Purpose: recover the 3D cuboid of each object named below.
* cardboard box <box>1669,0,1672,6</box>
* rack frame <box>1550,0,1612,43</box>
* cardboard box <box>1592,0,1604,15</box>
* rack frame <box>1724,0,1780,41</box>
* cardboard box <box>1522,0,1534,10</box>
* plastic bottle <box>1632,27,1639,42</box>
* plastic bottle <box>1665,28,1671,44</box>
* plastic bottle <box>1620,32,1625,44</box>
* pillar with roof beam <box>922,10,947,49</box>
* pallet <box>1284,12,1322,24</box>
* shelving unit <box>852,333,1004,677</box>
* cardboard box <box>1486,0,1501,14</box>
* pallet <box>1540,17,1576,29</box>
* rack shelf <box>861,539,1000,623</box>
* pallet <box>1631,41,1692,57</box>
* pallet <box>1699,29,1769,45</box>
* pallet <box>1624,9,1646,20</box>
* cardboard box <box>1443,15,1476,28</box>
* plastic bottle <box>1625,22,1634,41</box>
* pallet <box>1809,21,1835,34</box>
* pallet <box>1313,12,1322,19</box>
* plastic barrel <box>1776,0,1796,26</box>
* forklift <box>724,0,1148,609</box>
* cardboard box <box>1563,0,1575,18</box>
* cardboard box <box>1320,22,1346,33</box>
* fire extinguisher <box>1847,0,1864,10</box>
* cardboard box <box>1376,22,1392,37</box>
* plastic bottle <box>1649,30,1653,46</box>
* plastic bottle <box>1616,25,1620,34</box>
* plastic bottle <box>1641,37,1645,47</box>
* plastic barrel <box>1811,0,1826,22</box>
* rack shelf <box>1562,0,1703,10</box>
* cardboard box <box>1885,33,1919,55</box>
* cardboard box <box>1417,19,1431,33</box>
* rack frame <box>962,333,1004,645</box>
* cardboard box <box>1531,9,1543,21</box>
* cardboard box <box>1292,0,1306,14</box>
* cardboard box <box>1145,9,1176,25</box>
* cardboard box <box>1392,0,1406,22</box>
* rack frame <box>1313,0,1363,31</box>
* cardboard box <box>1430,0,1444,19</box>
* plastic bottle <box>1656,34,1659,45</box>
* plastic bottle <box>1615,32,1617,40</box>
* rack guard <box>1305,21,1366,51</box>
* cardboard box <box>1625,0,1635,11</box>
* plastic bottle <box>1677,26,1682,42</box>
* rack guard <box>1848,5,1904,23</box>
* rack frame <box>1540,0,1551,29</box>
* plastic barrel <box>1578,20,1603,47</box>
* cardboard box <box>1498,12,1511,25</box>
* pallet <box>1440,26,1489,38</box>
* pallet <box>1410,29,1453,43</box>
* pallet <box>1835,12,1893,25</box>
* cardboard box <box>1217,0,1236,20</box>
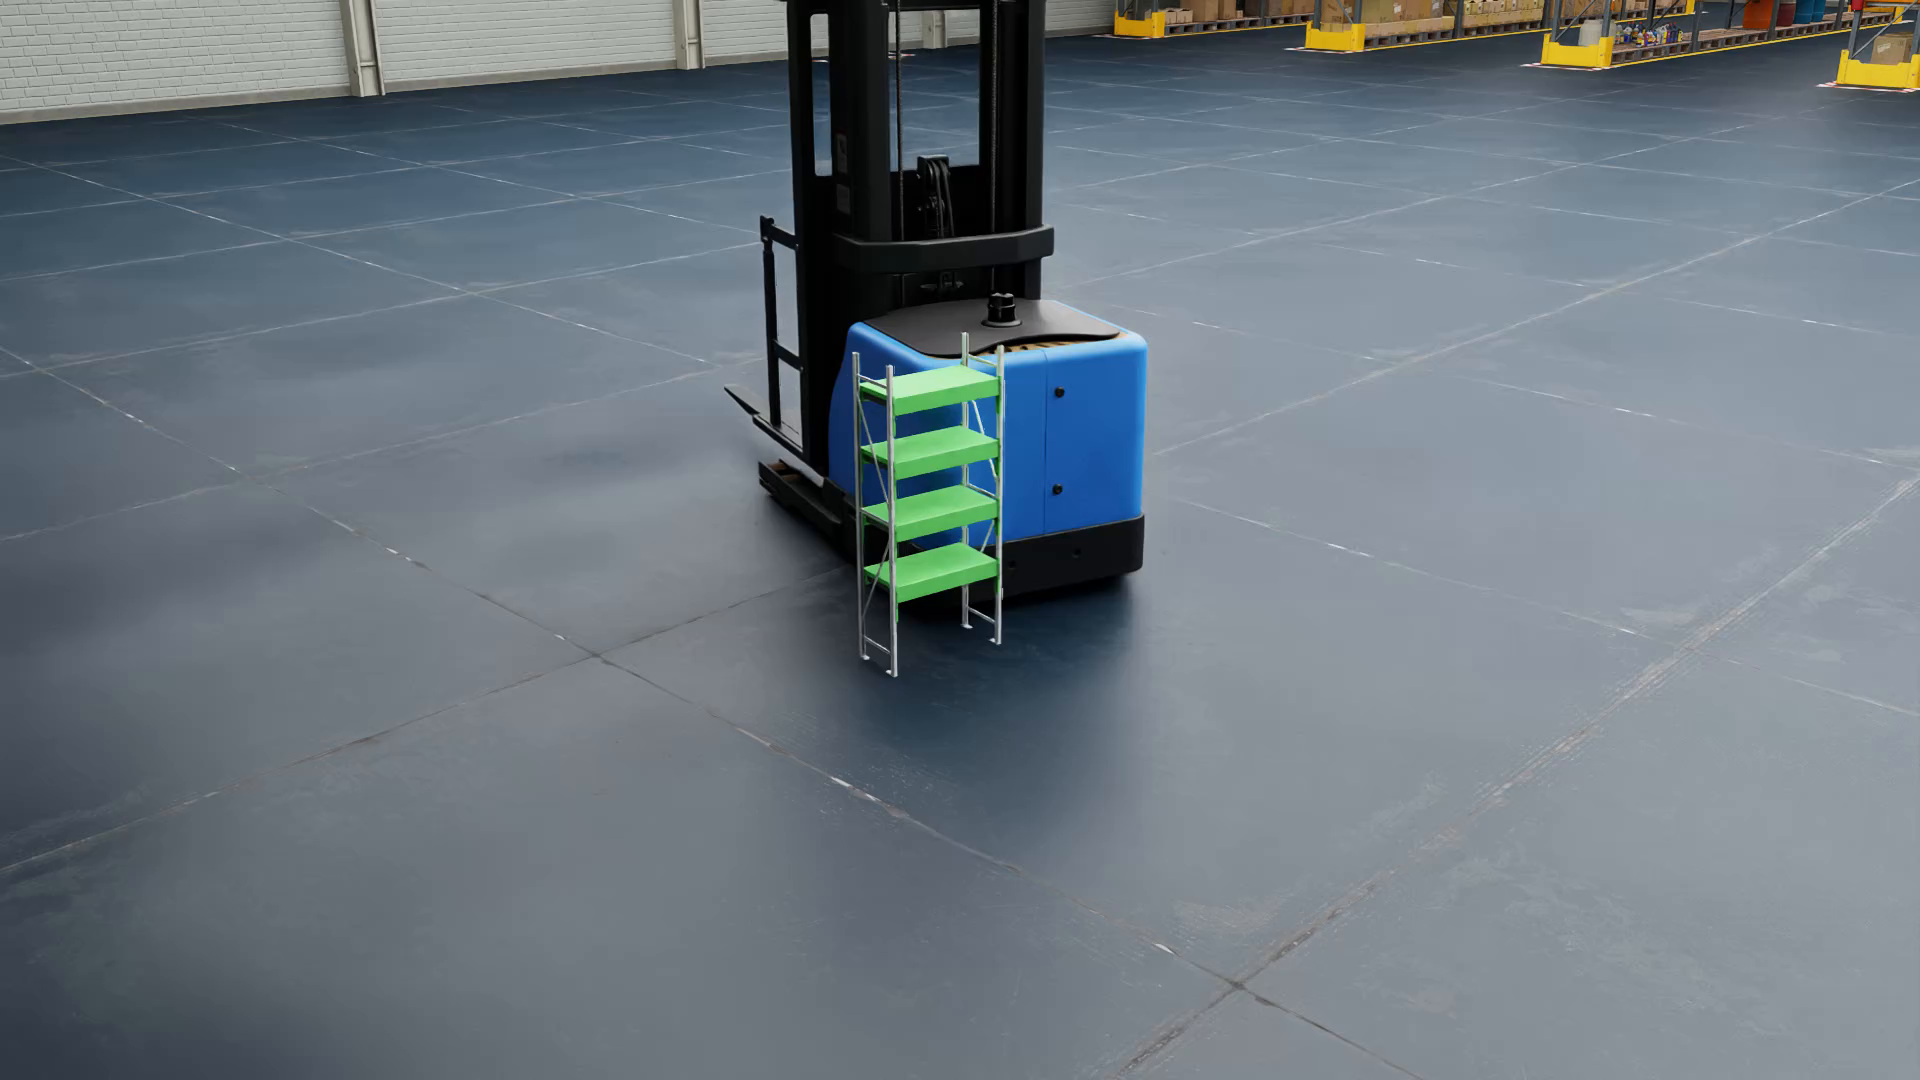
[{"bbox_3d":[17.983,-13.774,42.565,0.380,0.166,0.250,19,28,41],"label":"cardboard box"},{"bbox_3d":[10.917,-9.820,28.943,1.000,3.000,0.127,19,28,41],"label":"rack frame"},{"bbox_3d":[14.902,-12.732,39.389,0.500,0.500,0.500,20,29,41],"label":"cardboard box"},{"bbox_3d":[16.498,-11.877,34.293,1.000,3.000,0.127,19,28,41],"label":"rack frame"},{"bbox_3d":[12.405,-11.960,36.976,0.500,0.311,0.500,19,28,40],"label":"cardboard box"},{"bbox_3d":[12.833,-9.609,31.584,0.097,0.271,0.097,0,21,0],"label":"plastic bottle"},{"bbox_3d":[13.247,-9.447,31.144,0.133,0.283,0.061,-18,27,-39],"label":"plastic bottle"},{"bbox_3d":[12.406,-9.419,31.187,0.097,0.201,0.097,0,21,0],"label":"plastic bottle"},{"bbox_3d":[2.586,-12.877,28.533,9.100,9.000,0.400,19,28,41],"label":"pillar with roof beam"},{"bbox_3d":[8.003,-12.542,39.911,1.003,0.211,1.213,19,28,41],"label":"pallet"},{"bbox_3d":[-0.114,-0.133,6.247,0.503,1.200,0.258,-15,25,-33],"label":"shelving unit"},{"bbox_3d":[11.341,-11.568,35.956,0.500,0.311,0.500,18,27,39],"label":"cardboard box"},{"bbox_3d":[13.500,-11.998,38.496,1.003,0.211,1.213,19,28,41],"label":"pallet"},{"bbox_3d":[-0.114,0.151,6.356,0.480,0.148,0.258,-15,25,-33],"label":"rack shelf"},{"bbox_3d":[13.209,-9.385,31.696,1.003,0.211,1.213,19,28,41],"label":"pallet"},{"bbox_3d":[15.930,-10.386,34.301,1.003,0.211,1.213,19,28,41],"label":"pallet"},{"bbox_3d":[16.222,-13.020,41.155,1.003,0.211,1.213,19,28,41],"label":"pallet"},{"bbox_3d":[10.620,-11.043,35.373,0.500,0.250,0.500,18,28,39],"label":"cardboard box"},{"bbox_3d":[12.716,-9.665,31.619,0.144,0.351,0.185,18,27,38],"label":"plastic bottle"},{"bbox_3d":[18.720,-11.415,36.980,1.003,0.211,1.213,19,28,41],"label":"pallet"},{"bbox_3d":[8.854,-12.854,40.723,1.003,0.211,1.213,19,28,41],"label":"pallet"},{"bbox_3d":[17.615,-11.367,35.744,0.600,0.588,0.708,19,28,41],"label":"plastic barrel"},{"bbox_3d":[-0.328,-1.583,7.607,1.130,2.935,3.031,-10,23,-25],"label":"forklift"},{"bbox_3d":[13.835,-12.337,38.363,0.500,0.500,0.500,18,27,39],"label":"cardboard box"},{"bbox_3d":[7.533,-10.185,33.140,0.500,0.250,0.500,19,28,41],"label":"cardboard box"},{"bbox_3d":[14.056,-8.630,25.955,0.296,0.674,0.183,19,28,41],"label":"fire extinguisher"},{"bbox_3d":[8.250,-10.185,33.140,0.500,0.250,0.500,19,28,41],"label":"cardboard box"},{"bbox_3d":[12.714,-9.254,30.659,0.097,0.271,0.097,0,21,0],"label":"plastic bottle"},{"bbox_3d":[12.289,-9.508,31.210,0.185,0.351,0.144,-19,28,-40],"label":"plastic bottle"},{"bbox_3d":[12.478,-9.134,30.445,0.097,0.201,0.097,0,21,0],"label":"plastic bottle"},{"bbox_3d":[18.897,-11.986,36.917,0.600,0.901,0.708,19,28,41],"label":"plastic barrel"},{"bbox_3d":[12.312,-9.999,30.410,1.077,0.370,4.000,19,28,41],"label":"rack shelf"},{"bbox_3d":[15.306,-7.928,26.920,0.500,0.500,0.500,-12,24,-28],"label":"cardboard box"},{"bbox_3d":[9.300,-10.569,34.140,0.500,0.250,0.500,19,28,41],"label":"cardboard box"},{"bbox_3d":[0.084,-0.184,6.381,0.015,1.200,0.240,-15,25,-33],"label":"rack frame"},{"bbox_3d":[12.759,-11.834,37.429,0.500,0.250,0.500,-19,28,-41],"label":"cardboard box"},{"bbox_3d":[7.820,-12.826,39.635,0.700,0.500,0.500,20,28,41],"label":"cardboard box"},{"bbox_3d":[4.366,-11.405,36.202,0.500,0.311,0.500,15,26,35],"label":"cardboard box"},{"bbox_3d":[8.591,-10.666,33.347,0.500,0.500,0.500,19,28,41],"label":"cardboard box"},{"bbox_3d":[7.371,-11.061,32.171,1.000,3.000,0.127,19,28,41],"label":"rack frame"},{"bbox_3d":[9.637,-11.052,34.350,0.500,0.500,0.500,19,28,41],"label":"cardboard box"},{"bbox_3d":[12.927,-9.300,30.876,0.097,0.201,0.097,0,21,0],"label":"plastic bottle"},{"bbox_3d":[12.156,-9.371,30.947,0.061,0.283,0.133,19,28,41],"label":"plastic bottle"},{"bbox_3d":[7.354,-9.888,32.603,1.175,0.500,0.348,19,28,41],"label":"rack guard"},{"bbox_3d":[16.190,-13.150,40.740,0.500,0.311,0.500,19,28,41],"label":"cardboard box"},{"bbox_3d":[13.608,-9.580,31.490,0.133,0.283,0.061,-18,28,-39],"label":"plastic bottle"},{"bbox_3d":[22.086,-12.776,40.117,1.175,0.500,0.348,19,28,41],"label":"rack guard"},{"bbox_3d":[12.952,-13.117,37.521,1.000,3.000,0.127,19,28,41],"label":"rack frame"},{"bbox_3d":[11.322,-9.043,29.804,0.421,0.512,0.421,0,21,0],"label":"plastic barrel"},{"bbox_3d":[11.693,-11.439,36.401,0.500,0.250,0.500,-20,28,-41],"label":"cardboard box"},{"bbox_3d":[10.647,-10.987,35.865,1.003,0.211,1.213,19,28,41],"label":"pallet"},{"bbox_3d":[9.576,-10.594,34.842,1.003,0.211,1.213,19,28,41],"label":"pallet"},{"bbox_3d":[21.476,-12.429,39.618,1.003,0.211,1.213,19,28,41],"label":"pallet"},{"bbox_3d":[5.914,-12.090,37.719,0.500,0.500,0.500,17,27,37],"label":"cardboard box"}]
